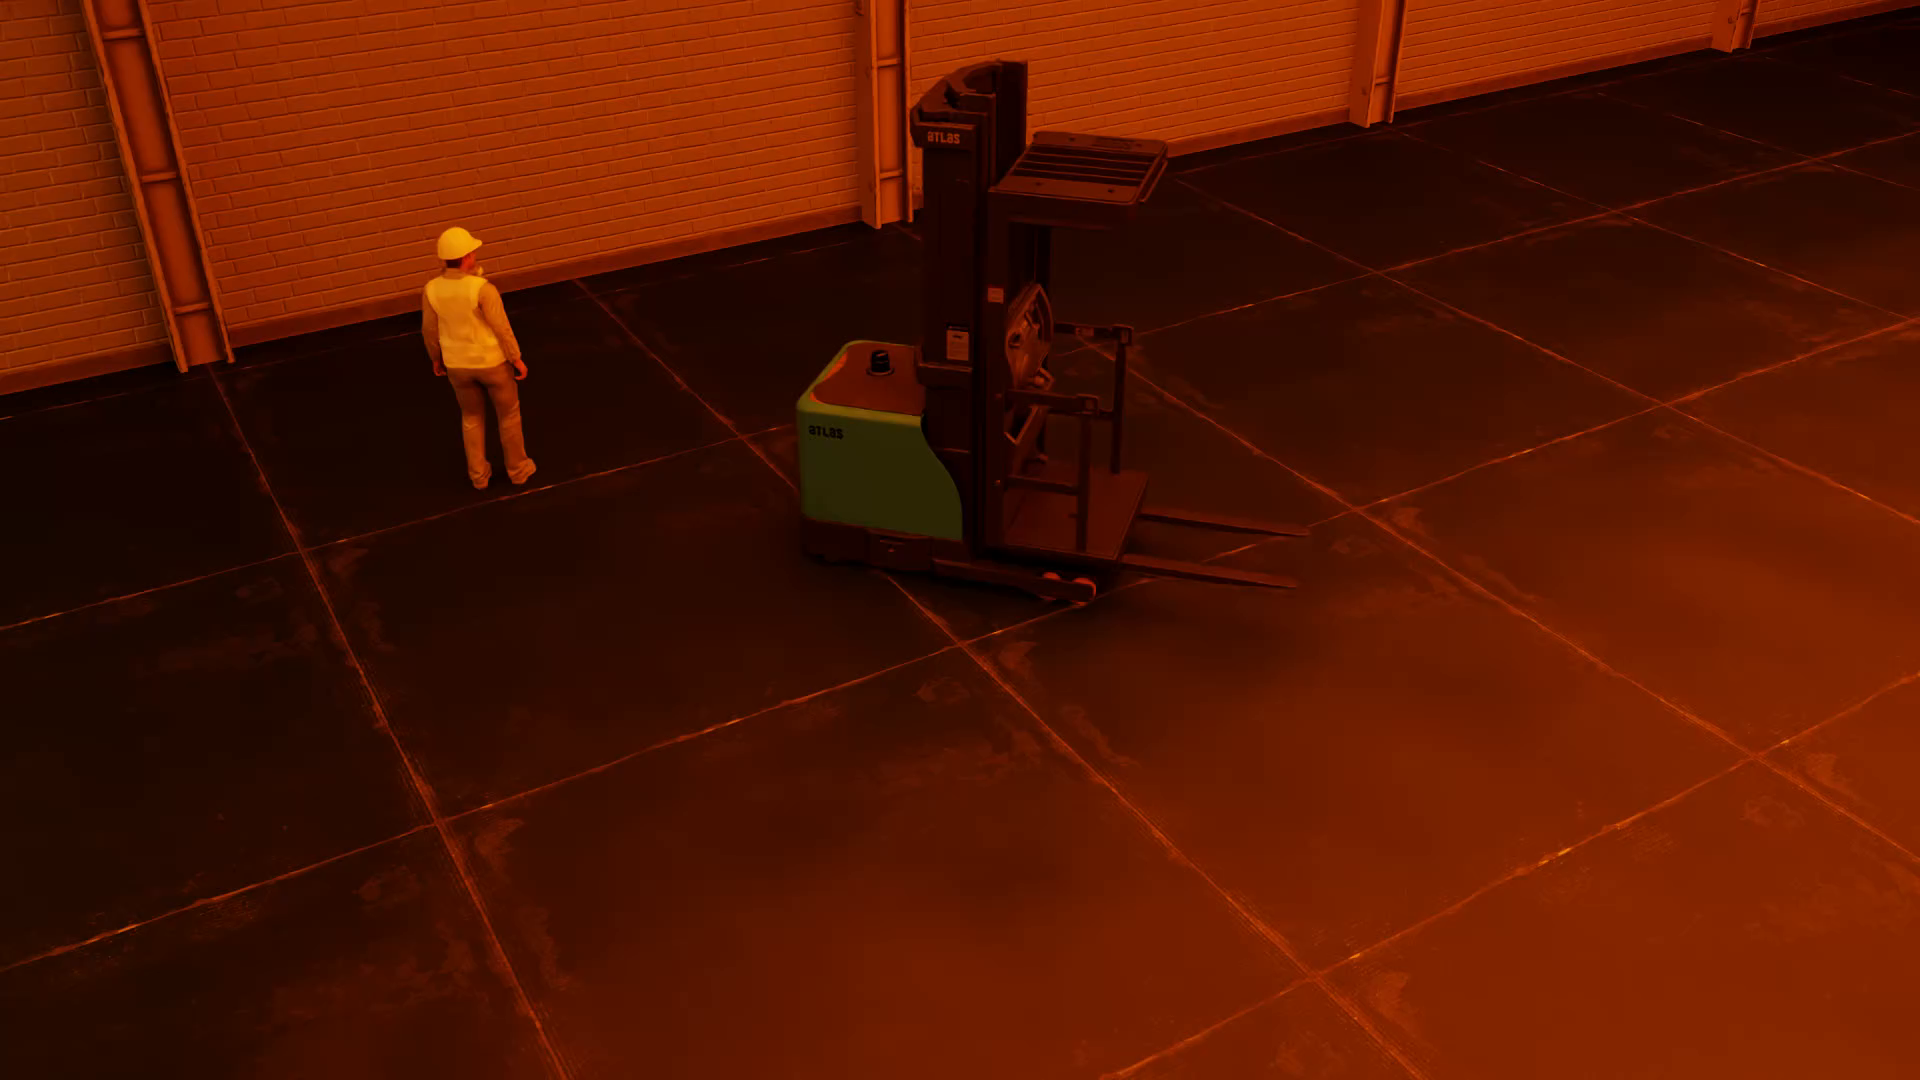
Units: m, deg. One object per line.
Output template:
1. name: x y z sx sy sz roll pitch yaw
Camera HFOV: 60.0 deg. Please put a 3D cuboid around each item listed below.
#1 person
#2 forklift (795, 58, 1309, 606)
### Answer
1. person: -3.096 -1.176 10.740 0.632 1.775 0.411 2 31 4
2. forklift: 0.589 -1.173 9.606 3.031 2.935 1.130 8 32 14
